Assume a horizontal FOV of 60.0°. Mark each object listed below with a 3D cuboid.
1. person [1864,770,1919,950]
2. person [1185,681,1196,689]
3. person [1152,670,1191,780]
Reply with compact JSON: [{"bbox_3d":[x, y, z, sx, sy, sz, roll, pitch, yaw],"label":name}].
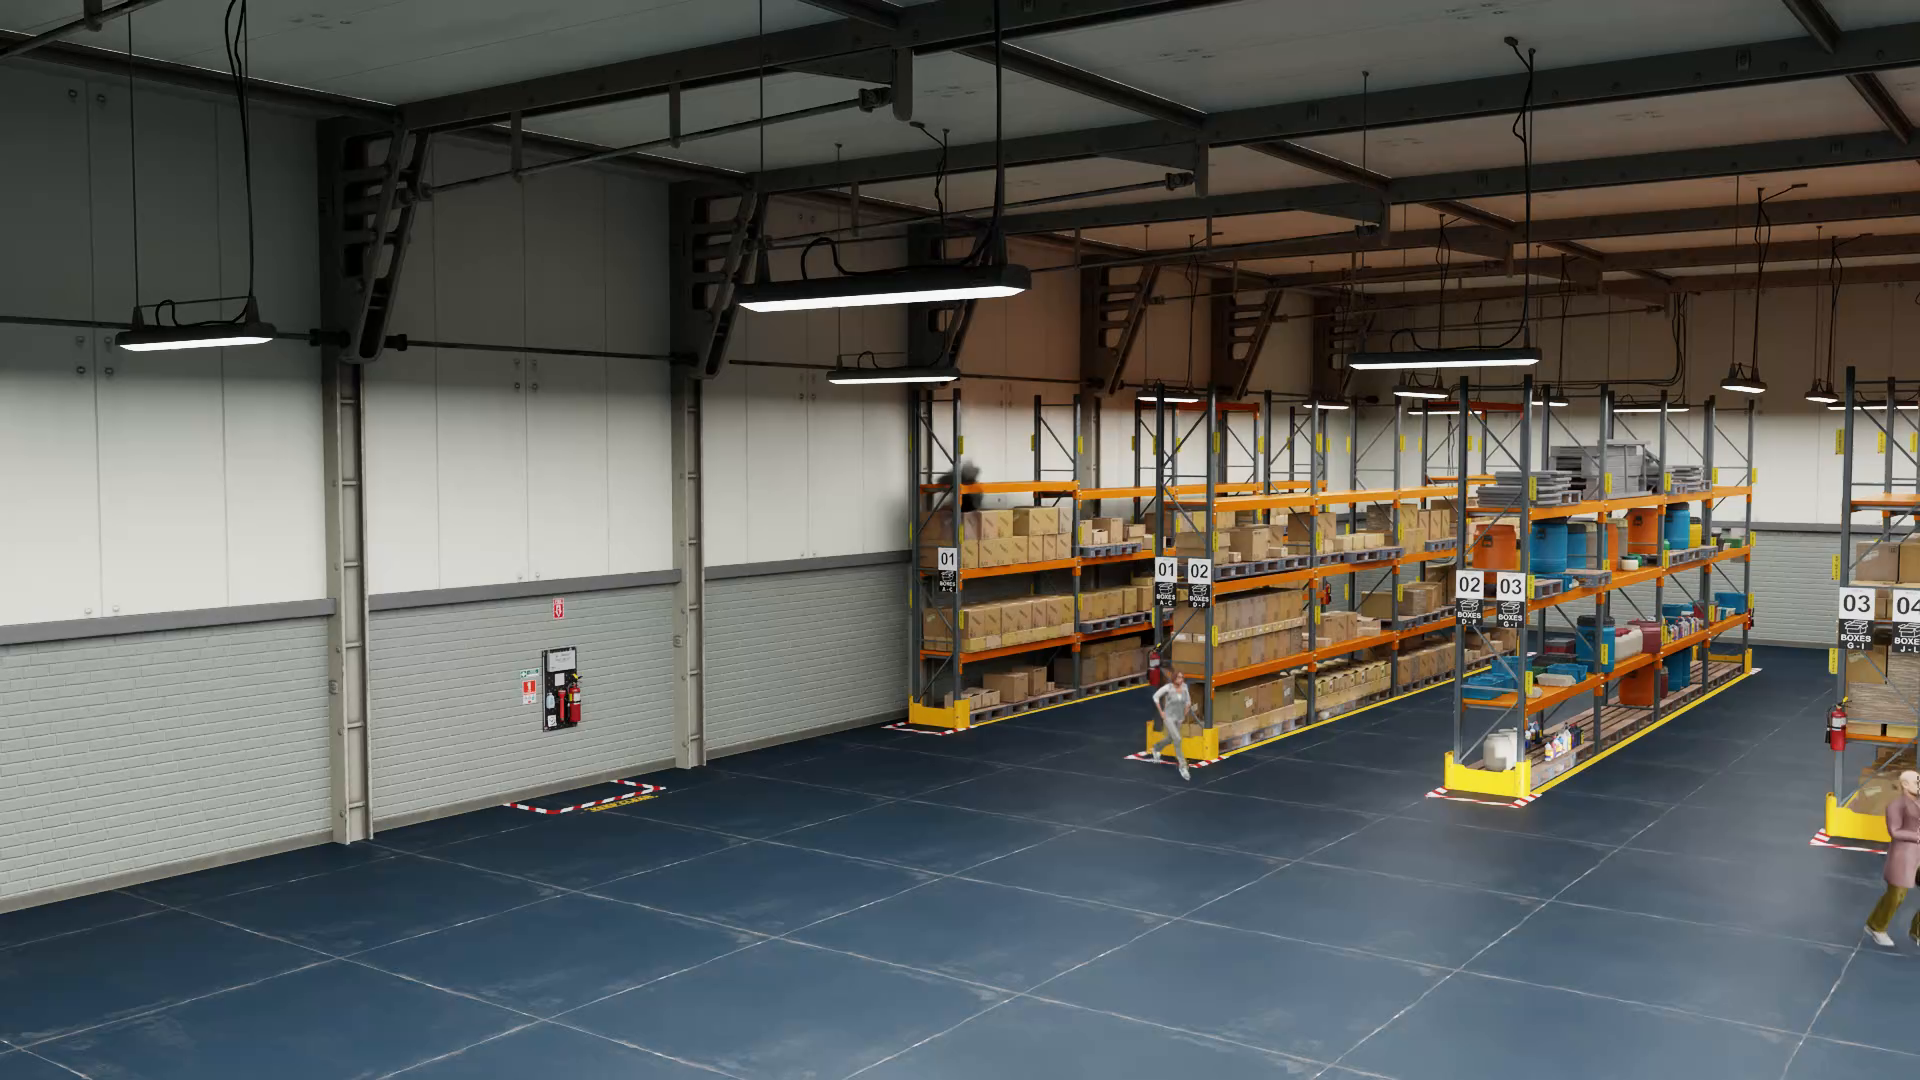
[{"bbox_3d":[9.320,3.186,16.352,0.708,1.857,0.840,-1,4,-23],"label":"person"},{"bbox_3d":[4.374,2.328,30.782,0.716,1.587,0.730,2,4,32],"label":"person"},{"bbox_3d":[3.145,2.699,24.792,0.540,1.589,1.003,-2,4,-27],"label":"person"}]
